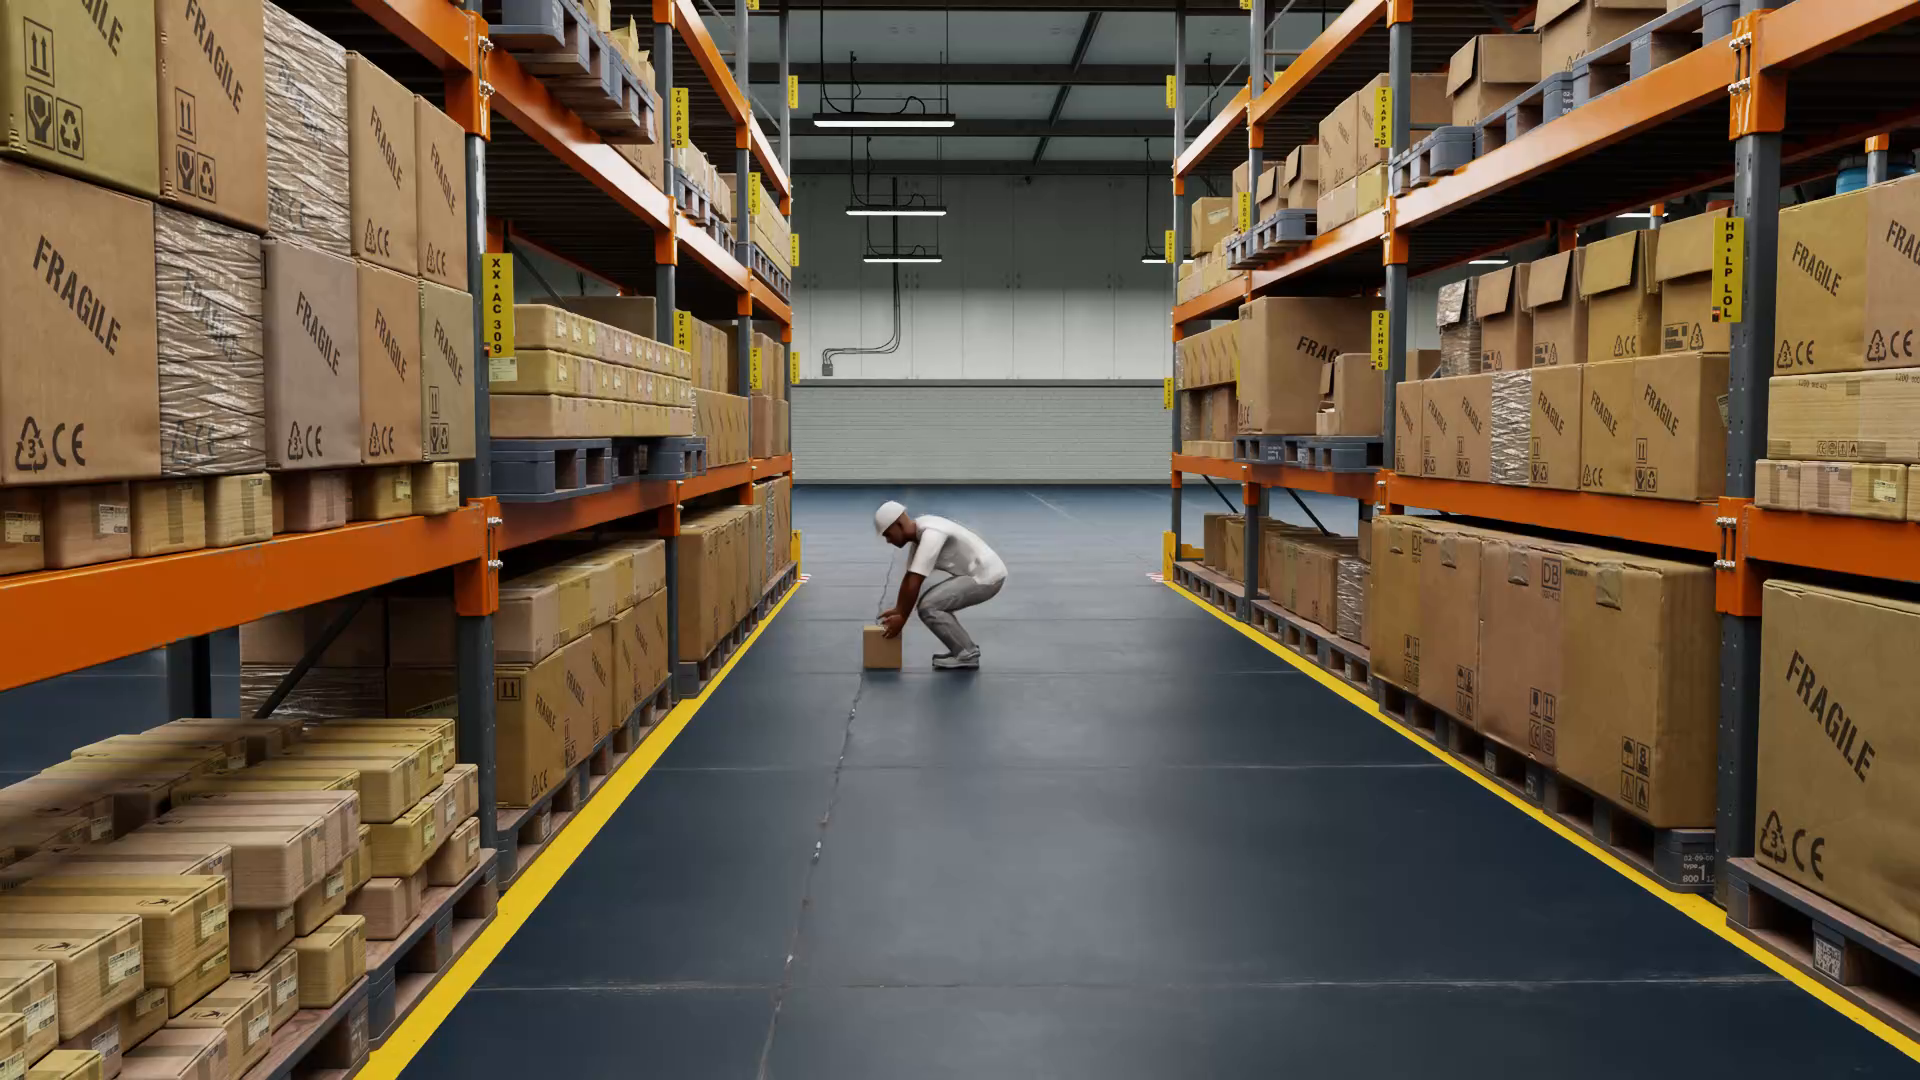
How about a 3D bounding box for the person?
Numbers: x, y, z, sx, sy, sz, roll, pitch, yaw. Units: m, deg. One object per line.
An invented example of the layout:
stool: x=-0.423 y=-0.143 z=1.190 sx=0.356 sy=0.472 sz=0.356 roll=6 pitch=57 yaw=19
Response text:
person: x=-0.126 y=0.289 z=10.879 sx=0.875 sy=1.087 sz=0.602 roll=0 pitch=4 yaw=-1
